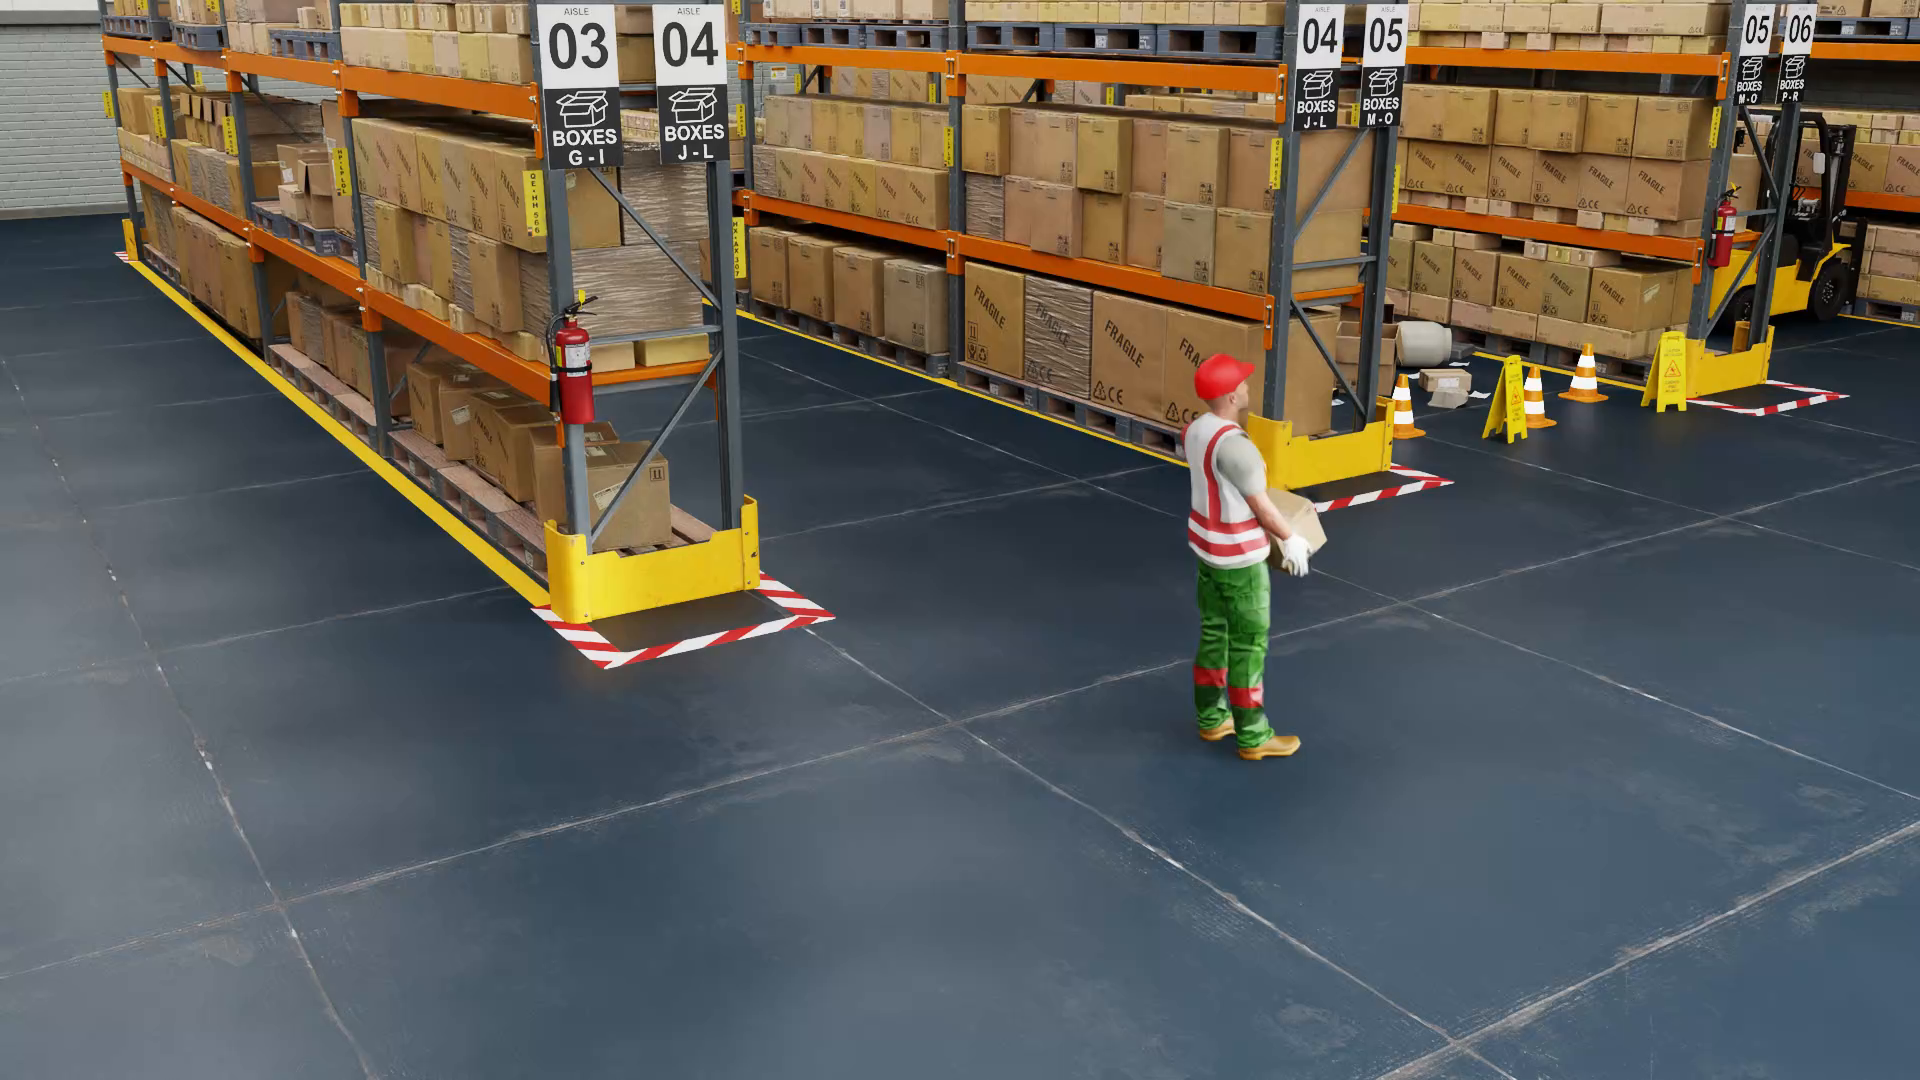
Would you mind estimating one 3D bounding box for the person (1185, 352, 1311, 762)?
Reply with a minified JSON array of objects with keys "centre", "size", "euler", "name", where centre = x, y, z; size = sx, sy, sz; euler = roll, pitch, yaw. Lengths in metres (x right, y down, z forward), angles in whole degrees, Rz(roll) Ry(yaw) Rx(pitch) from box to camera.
[{"centre":[1.250,0.056,7.320],"size":[0.522,1.793,0.521],"euler":[-2,18,-8],"name":"person"}]
